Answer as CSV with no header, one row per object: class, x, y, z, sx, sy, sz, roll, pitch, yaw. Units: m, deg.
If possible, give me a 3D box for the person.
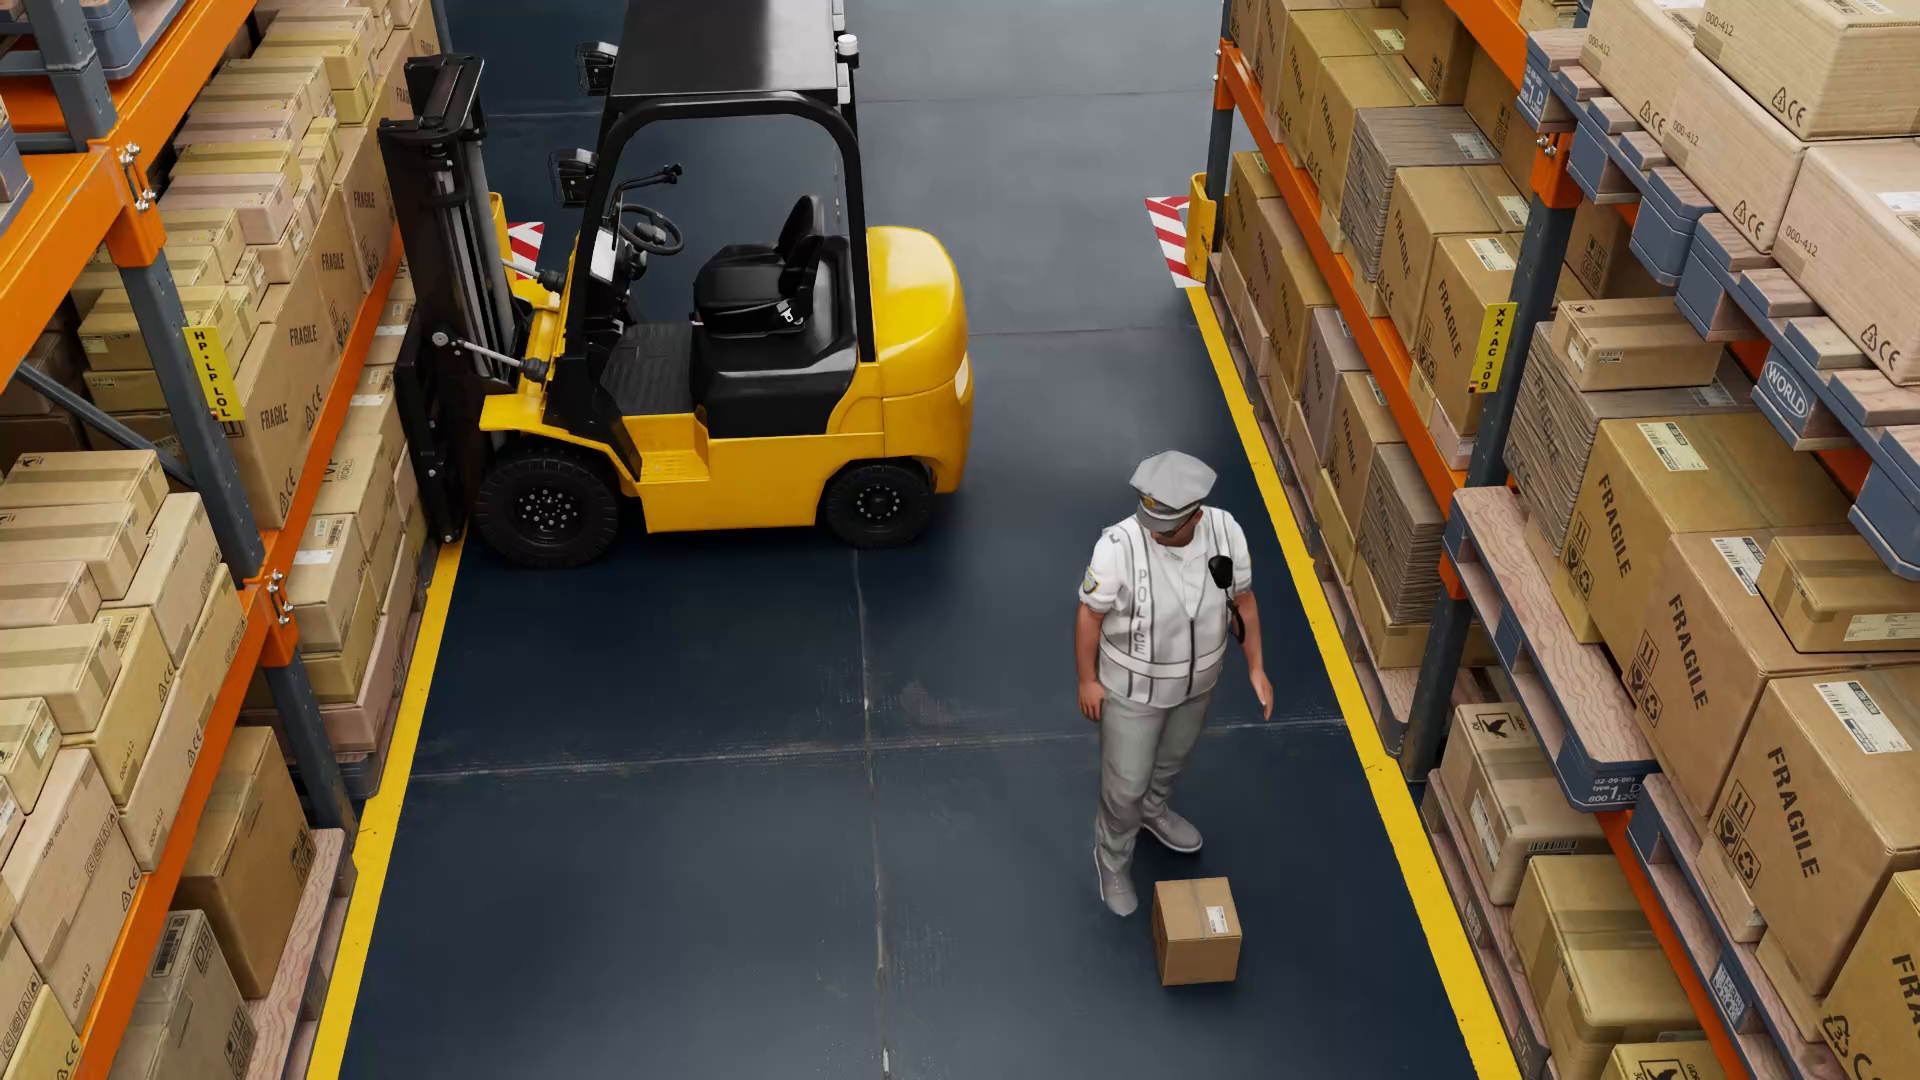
person,0.703,0.494,5.569,0.594,1.825,0.486,-18,42,-21
